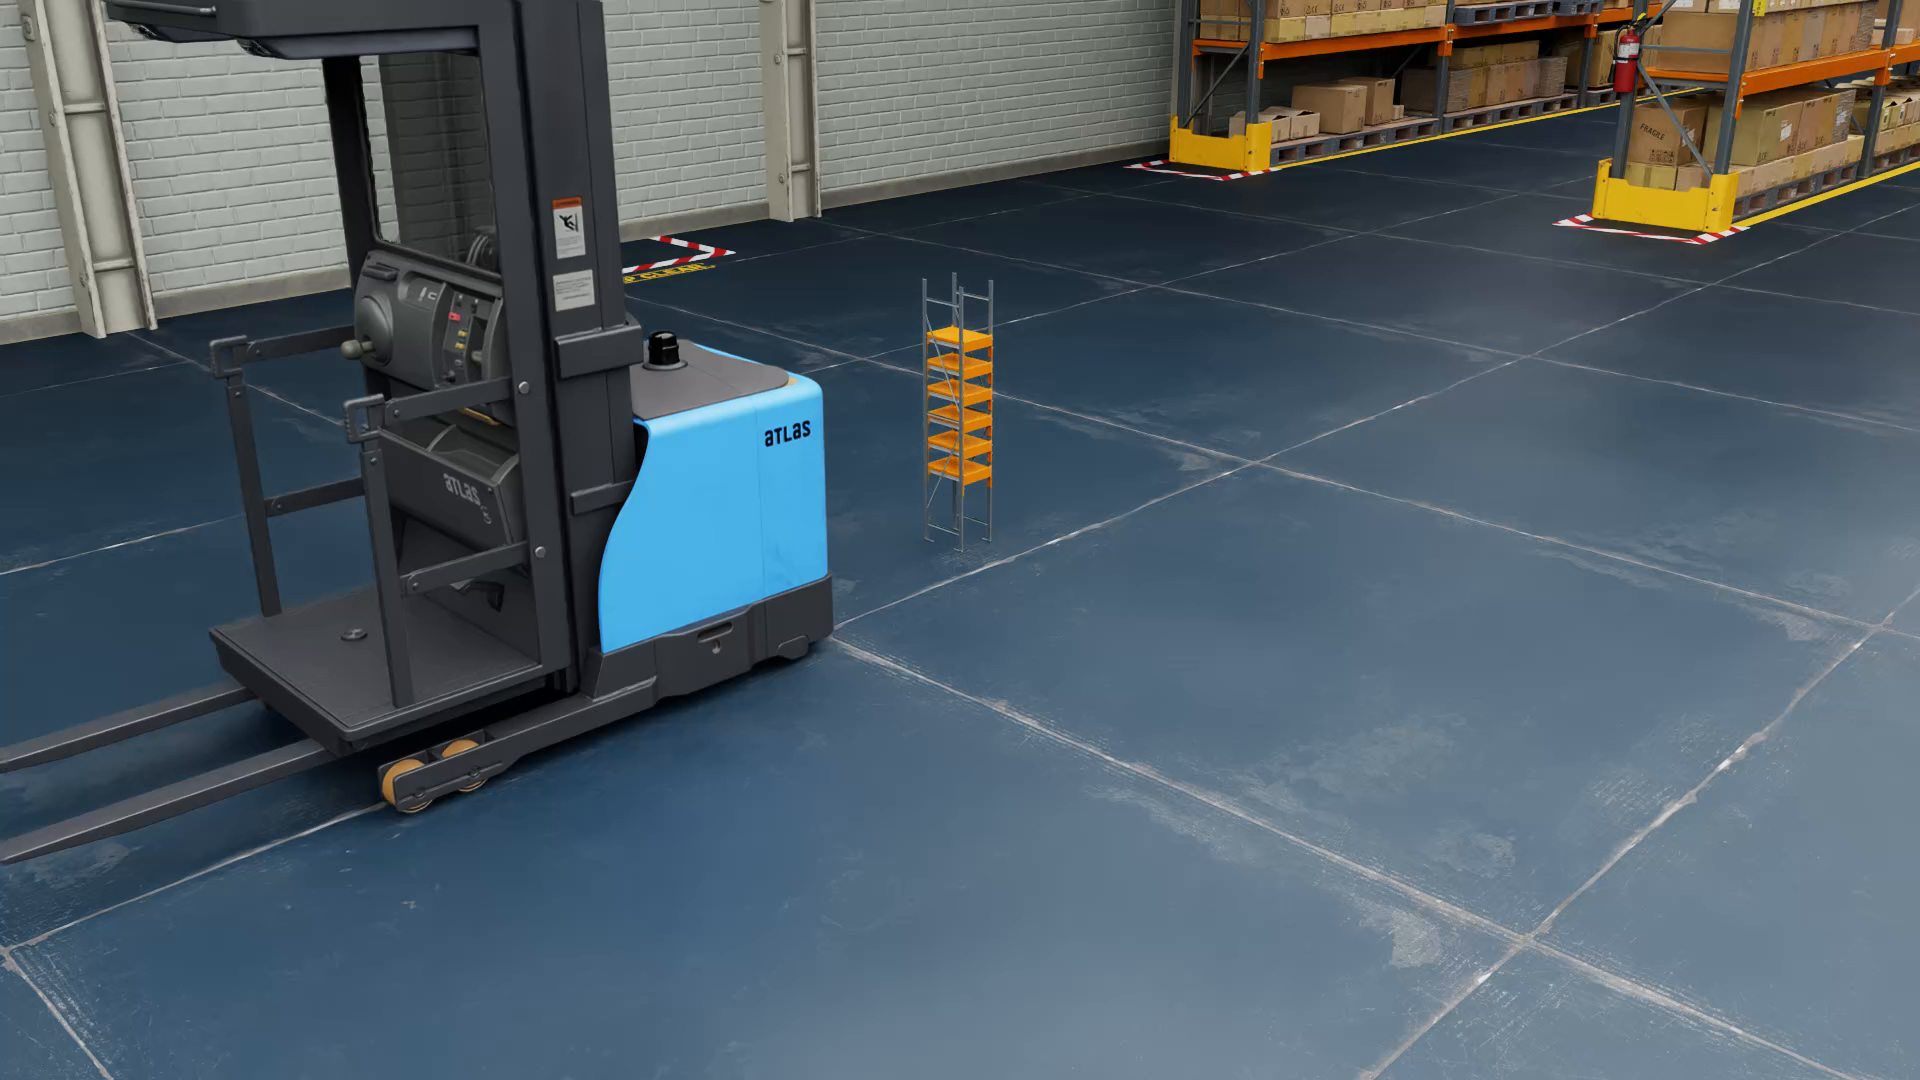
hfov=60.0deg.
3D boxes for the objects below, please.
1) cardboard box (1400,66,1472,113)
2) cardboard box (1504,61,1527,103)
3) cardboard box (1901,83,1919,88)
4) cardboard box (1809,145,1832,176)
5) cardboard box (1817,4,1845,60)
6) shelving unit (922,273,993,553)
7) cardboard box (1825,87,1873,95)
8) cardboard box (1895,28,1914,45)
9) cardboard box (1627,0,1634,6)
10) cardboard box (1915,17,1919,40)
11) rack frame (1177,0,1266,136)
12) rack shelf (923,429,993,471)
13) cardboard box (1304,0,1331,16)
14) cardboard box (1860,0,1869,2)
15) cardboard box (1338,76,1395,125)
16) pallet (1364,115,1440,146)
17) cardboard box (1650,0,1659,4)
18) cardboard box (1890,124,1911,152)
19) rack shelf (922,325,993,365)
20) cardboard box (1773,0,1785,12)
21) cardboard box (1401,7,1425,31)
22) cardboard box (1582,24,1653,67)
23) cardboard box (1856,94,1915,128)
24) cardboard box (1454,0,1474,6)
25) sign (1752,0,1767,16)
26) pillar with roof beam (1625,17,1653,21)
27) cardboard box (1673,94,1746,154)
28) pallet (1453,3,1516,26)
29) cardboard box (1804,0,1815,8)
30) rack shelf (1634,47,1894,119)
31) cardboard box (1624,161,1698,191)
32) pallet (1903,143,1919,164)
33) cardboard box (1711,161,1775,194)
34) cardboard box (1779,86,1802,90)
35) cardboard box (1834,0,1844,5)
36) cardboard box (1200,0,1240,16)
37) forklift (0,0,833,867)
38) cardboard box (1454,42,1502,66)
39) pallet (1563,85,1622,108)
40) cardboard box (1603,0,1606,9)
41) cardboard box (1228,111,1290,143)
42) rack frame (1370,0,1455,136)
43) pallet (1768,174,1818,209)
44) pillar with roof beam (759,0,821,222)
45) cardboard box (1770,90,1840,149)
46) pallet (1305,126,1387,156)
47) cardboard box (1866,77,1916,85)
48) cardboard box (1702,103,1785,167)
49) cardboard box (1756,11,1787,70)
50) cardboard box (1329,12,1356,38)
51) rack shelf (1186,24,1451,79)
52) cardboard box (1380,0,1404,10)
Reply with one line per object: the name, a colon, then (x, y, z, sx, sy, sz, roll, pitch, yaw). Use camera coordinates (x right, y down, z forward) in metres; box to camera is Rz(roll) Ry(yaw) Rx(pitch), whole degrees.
cardboard box: (6.088, -5.778, 21.298, 0.500, 0.500, 0.700, -19, 28, -40)
cardboard box: (7.143, -6.177, 22.335, 0.700, 0.500, 0.500, 19, 28, 40)
cardboard box: (11.027, -5.049, 18.996, 0.500, 0.311, 0.500, 19, 28, 40)
cardboard box: (8.277, -3.788, 16.496, 0.500, 0.250, 0.500, 19, 28, 41)
cardboard box: (8.117, -4.973, 16.193, 0.500, 0.500, 0.700, -20, 28, -41)
shelving unit: (-0.010, -0.556, 7.350, 0.258, 1.200, 0.189, 19, 28, 41)
cardboard box: (9.923, -4.921, 18.661, 0.500, 0.311, 0.500, 19, 28, 40)
cardboard box: (9.902, -5.367, 17.707, 0.380, 0.149, 0.250, 19, 28, 41)
cardboard box: (9.462, -7.767, 23.924, 0.250, 0.149, 0.380, -19, 28, -41)
cardboard box: (10.402, -5.812, 18.374, 0.500, 0.500, 0.500, 19, 28, 41)
rack frame: (2.796, -5.518, 17.750, 1.000, 3.000, 0.127, 19, 28, 41)
rack shelf: (-0.010, -0.403, 7.409, 0.258, 0.103, 0.180, 19, 28, 41)
cardboard box: (3.696, -5.979, 18.086, 0.500, 0.500, 0.500, 19, 28, 41)
cardboard box: (8.747, -5.402, 16.406, 0.380, 0.149, 0.250, 18, 28, 39)
cardboard box: (4.891, -5.308, 20.075, 0.500, 0.500, 0.500, 17, 27, 37)
pallet: (5.143, -5.063, 20.453, 1.003, 0.211, 1.213, 19, 28, 41)
cardboard box: (10.023, -7.956, 24.415, 0.250, 0.149, 0.380, -19, 28, -40)
cardboard box: (9.954, -4.393, 18.069, 0.500, 0.250, 0.500, -19, 28, -41)
rack shelf: (-0.010, -0.851, 7.236, 0.258, 0.103, 0.180, 19, 28, 41)
cardboard box: (7.133, -4.808, 14.859, 0.380, 0.149, 0.250, 19, 28, 41)
cardboard box: (5.119, -6.162, 19.607, 0.500, 0.250, 0.500, 19, 28, 41)
cardboard box: (9.599, -7.147, 24.399, 0.750, 0.750, 0.750, 19, 28, 40)
cardboard box: (9.958, -4.653, 17.965, 0.500, 0.311, 0.500, 19, 28, 40)
cardboard box: (5.965, -6.921, 20.647, 0.700, 0.500, 0.500, 19, 28, 41)
sign: (6.741, -4.580, 13.992, 0.100, 0.325, 0.005, 19, 28, 41)
pillar with roof beam: (14.120, -10.722, 22.927, 9.100, 9.000, 0.400, 19, 28, 41)
cardboard box: (7.195, -4.015, 16.041, 0.500, 0.500, 0.500, 19, 28, 41)
pallet: (6.223, -6.617, 20.876, 1.003, 0.211, 1.213, 19, 28, 41)
cardboard box: (7.672, -5.007, 15.377, 0.380, 0.149, 0.250, 19, 28, 40)
rack shelf: (7.743, -4.458, 15.994, 1.077, 0.370, 4.000, 19, 28, 41)
cardboard box: (6.510, -3.404, 15.496, 0.500, 0.250, 0.500, 19, 28, 41)
pallet: (10.475, -4.520, 19.040, 1.003, 0.211, 1.213, 19, 28, 41)
cardboard box: (7.227, -3.403, 15.495, 0.500, 0.250, 0.500, 19, 28, 41)
cardboard box: (8.247, -4.399, 17.040, 0.500, 0.500, 0.500, 19, 28, 41)
cardboard box: (8.215, -5.207, 15.898, 0.250, 0.149, 0.380, -19, 28, -41)
cardboard box: (2.972, -5.982, 18.093, 0.500, 0.500, 0.500, 19, 28, 40)
forklift: (-1.900, -0.707, 5.328, 3.031, 2.935, 1.130, -19, 28, -41)
cardboard box: (6.753, -6.377, 21.810, 0.500, 0.250, 0.500, 18, 28, 39)
pallet: (8.980, -6.457, 24.079, 1.003, 0.211, 1.213, 19, 28, 41)
cardboard box: (8.772, -7.493, 23.211, 0.380, 0.149, 0.250, 19, 28, 40)
cardboard box: (3.343, -4.624, 18.558, 0.500, 0.311, 0.500, 15, 26, 35)
rack frame: (5.586, -6.546, 20.425, 1.000, 3.000, 0.127, 19, 28, 41)
pallet: (7.702, -3.497, 16.378, 1.003, 0.211, 1.213, 19, 28, 41)
pillar with roof beam: (1.563, -6.095, 10.889, 9.100, 9.000, 0.400, 19, 28, 41)
cardboard box: (8.268, -4.141, 16.369, 0.500, 0.500, 0.500, 19, 28, 41)
pallet: (4.292, -4.748, 19.633, 1.003, 0.211, 1.213, 19, 28, 41)
cardboard box: (10.992, -5.312, 19.679, 0.500, 0.311, 0.500, 18, 28, 39)
cardboard box: (7.228, -3.753, 15.360, 0.500, 0.500, 0.500, 19, 28, 41)
cardboard box: (7.045, -4.579, 15.167, 0.500, 0.500, 0.700, -19, 28, -41)
cardboard box: (4.075, -5.770, 18.586, 0.500, 0.250, 0.500, 19, 28, 40)
rack shelf: (4.191, -5.696, 19.217, 1.077, 0.370, 4.000, 19, 28, 41)
cardboard box: (4.775, -6.380, 19.129, 0.500, 0.500, 0.500, 18, 28, 39)
